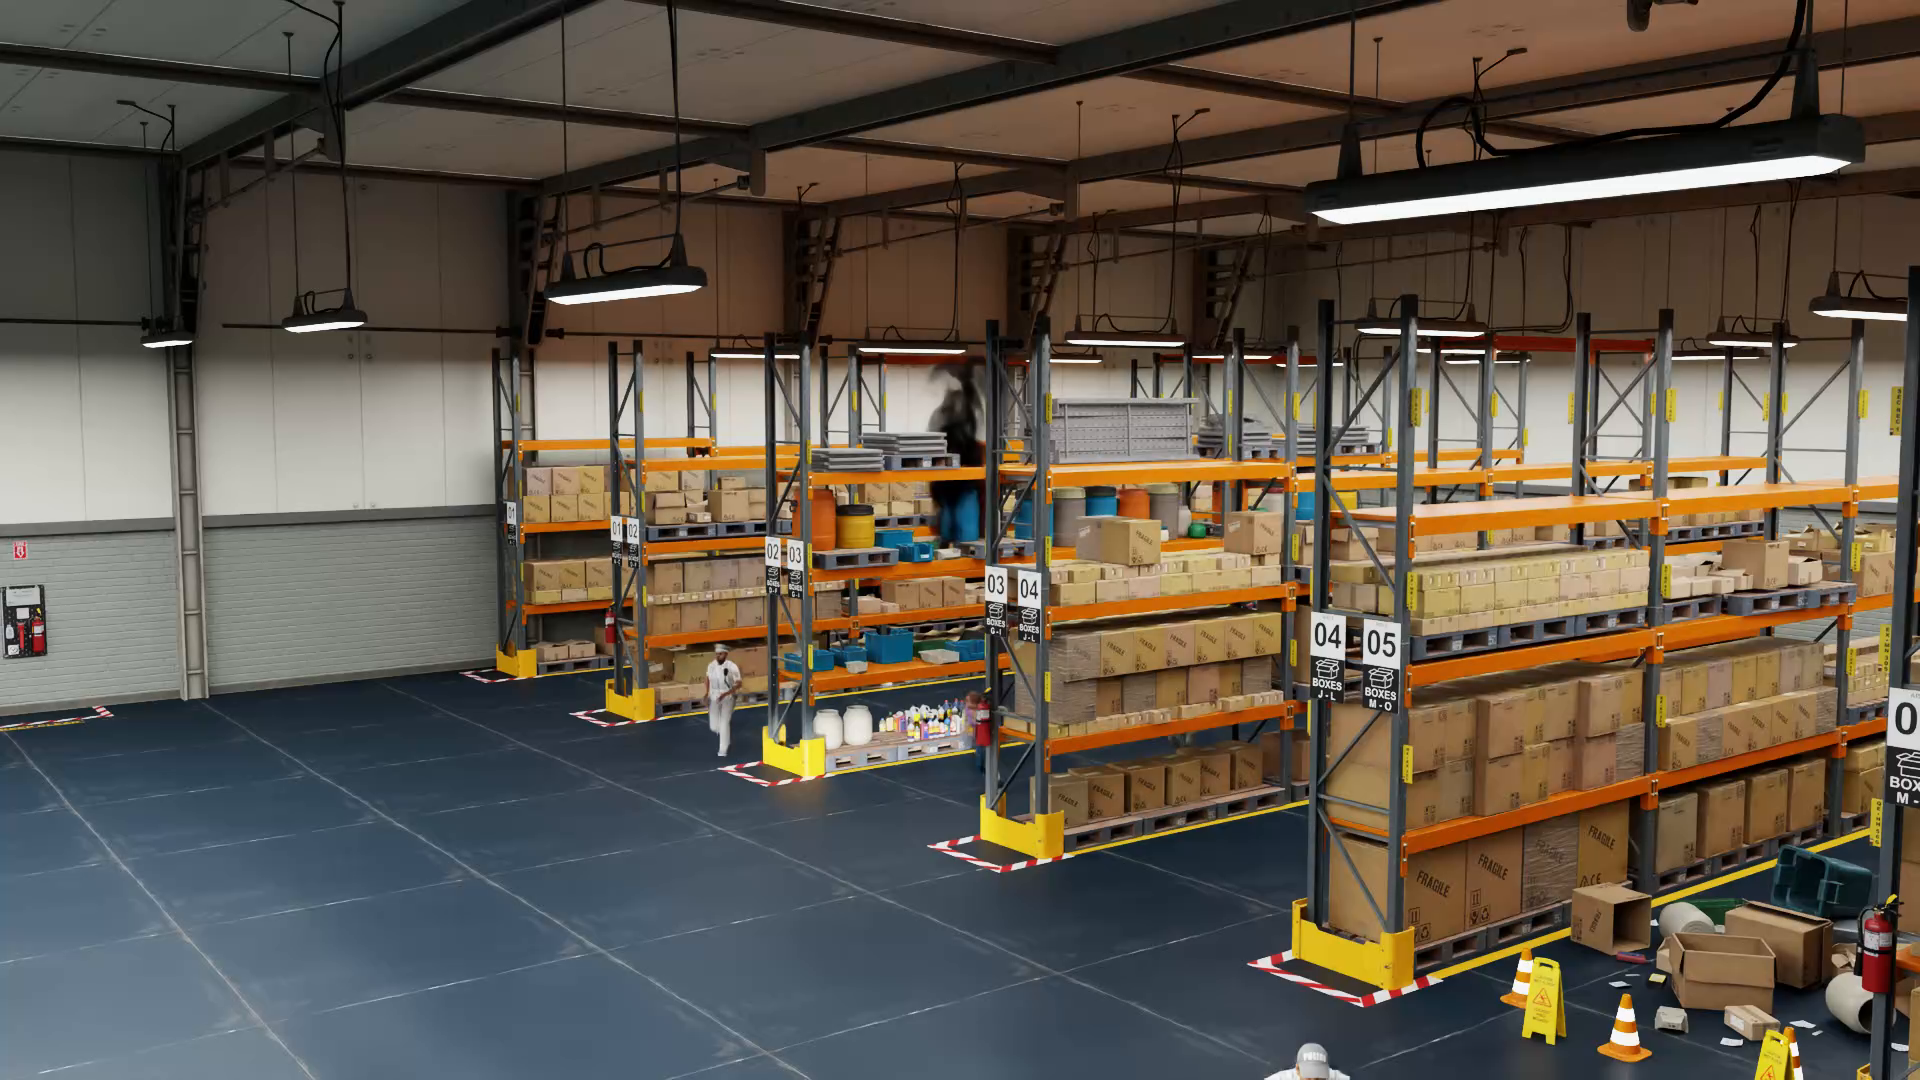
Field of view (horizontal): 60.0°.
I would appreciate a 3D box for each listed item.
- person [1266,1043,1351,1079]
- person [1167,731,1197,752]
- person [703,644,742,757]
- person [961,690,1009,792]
[{"bbox_3d":[1.985,3.562,9.542,0.615,1.625,0.965,0,5,2],"label":"person"},{"bbox_3d":[3.036,2.394,22.536,0.504,1.557,0.690,4,7,41],"label":"person"},{"bbox_3d":[-3.403,2.275,23.791,0.596,1.632,0.586,1,5,13],"label":"person"},{"bbox_3d":[0.331,2.594,21.104,0.570,1.440,0.828,4,6,37],"label":"person"}]
